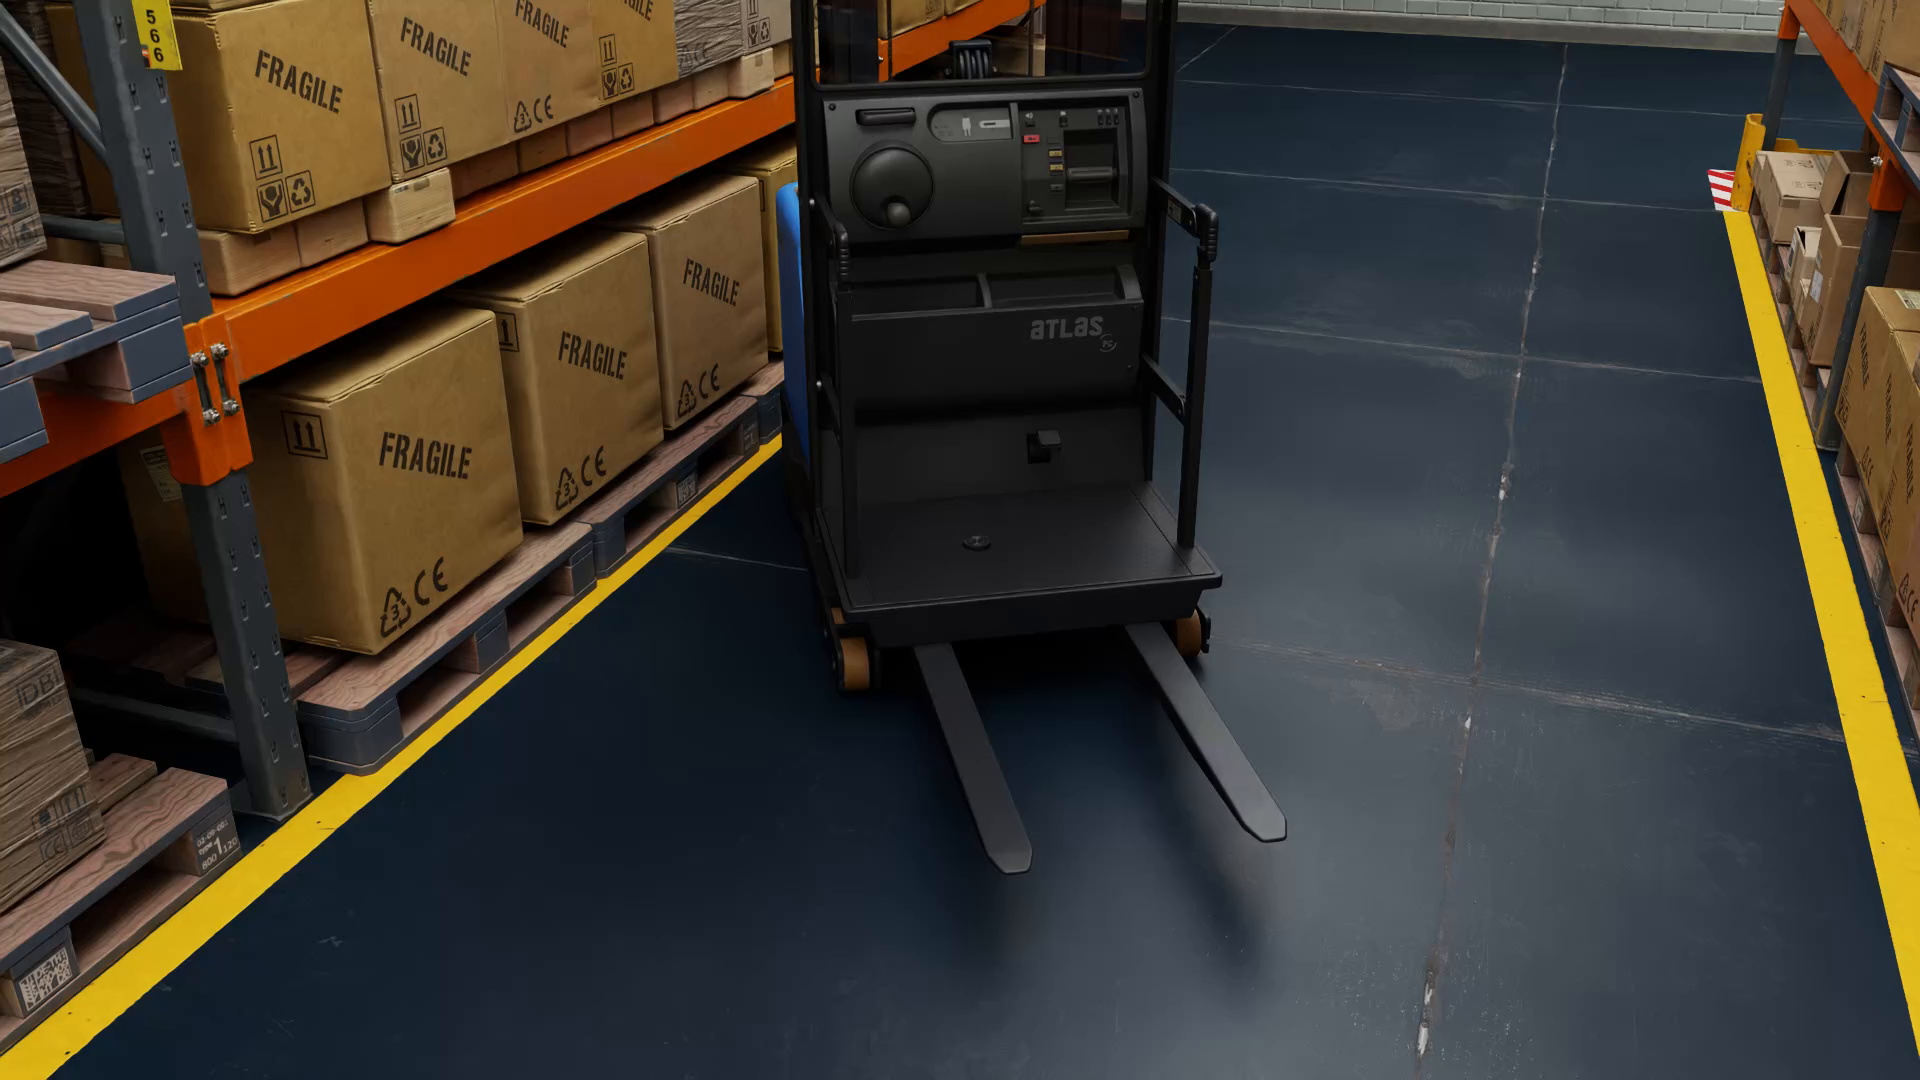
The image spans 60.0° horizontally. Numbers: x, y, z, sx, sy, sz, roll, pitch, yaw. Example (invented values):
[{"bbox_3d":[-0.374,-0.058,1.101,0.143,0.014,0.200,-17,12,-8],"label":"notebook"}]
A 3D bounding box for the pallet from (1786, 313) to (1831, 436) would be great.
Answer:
[{"bbox_3d":[4.051,-0.674,6.900,1.003,0.211,1.213,9,27,17],"label":"pallet"}]

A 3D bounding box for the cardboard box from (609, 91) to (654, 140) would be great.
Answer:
[{"bbox_3d":[-1.260,-1.457,5.582,0.380,0.149,0.250,10,27,19],"label":"cardboard box"}]

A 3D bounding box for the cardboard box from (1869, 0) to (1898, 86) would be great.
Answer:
[{"bbox_3d":[3.746,-1.935,6.189,0.500,0.500,0.500,9,27,18],"label":"cardboard box"}]

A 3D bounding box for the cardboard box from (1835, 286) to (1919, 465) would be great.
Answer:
[{"bbox_3d":[3.431,-0.557,5.821,0.500,0.500,0.500,8,27,15],"label":"cardboard box"}]

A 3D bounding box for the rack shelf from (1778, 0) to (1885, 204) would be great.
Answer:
[{"bbox_3d":[4.487,-2.145,7.564,1.077,0.370,4.000,9,27,17],"label":"rack shelf"}]

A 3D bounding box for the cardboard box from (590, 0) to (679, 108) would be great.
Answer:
[{"bbox_3d":[-1.264,-1.703,5.347,0.500,0.500,0.500,10,27,19],"label":"cardboard box"}]

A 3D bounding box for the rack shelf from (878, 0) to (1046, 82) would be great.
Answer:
[{"bbox_3d":[-0.185,-2.862,9.045,1.077,0.370,4.000,9,27,17],"label":"rack shelf"}]

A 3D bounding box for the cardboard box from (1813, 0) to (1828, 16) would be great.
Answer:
[{"bbox_3d":[4.420,-2.773,7.921,0.500,0.500,0.500,9,27,17],"label":"cardboard box"}]

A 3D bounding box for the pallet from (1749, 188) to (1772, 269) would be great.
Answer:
[{"bbox_3d":[4.863,-1.677,8.971,1.003,0.211,1.213,9,27,17],"label":"pallet"}]

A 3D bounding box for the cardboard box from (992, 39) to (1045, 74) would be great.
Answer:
[{"bbox_3d":[0.386,-2.877,9.893,0.380,0.149,0.250,9,27,19],"label":"cardboard box"}]

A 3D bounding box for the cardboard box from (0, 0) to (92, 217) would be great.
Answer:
[{"bbox_3d":[-2.274,-1.140,4.184,0.500,0.500,0.500,9,27,18],"label":"cardboard box"}]

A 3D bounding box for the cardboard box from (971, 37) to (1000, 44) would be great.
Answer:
[{"bbox_3d":[0.027,-2.934,10.009,0.380,0.149,0.250,9,27,18],"label":"cardboard box"}]

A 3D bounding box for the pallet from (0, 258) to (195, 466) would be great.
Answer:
[{"bbox_3d":[-2.319,-0.326,3.201,1.213,0.211,1.003,9,27,17],"label":"pallet"}]

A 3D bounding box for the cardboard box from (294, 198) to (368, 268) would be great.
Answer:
[{"bbox_3d":[-1.762,-0.820,4.267,0.380,0.149,0.250,9,27,18],"label":"cardboard box"}]

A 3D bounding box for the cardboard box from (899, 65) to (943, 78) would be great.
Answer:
[{"bbox_3d":[-0.311,-2.517,9.148,0.380,0.149,0.250,8,27,17],"label":"cardboard box"}]

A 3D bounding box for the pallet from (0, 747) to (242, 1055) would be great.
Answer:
[{"bbox_3d":[-2.444,0.856,3.740,1.003,0.211,1.213,9,27,17],"label":"pallet"}]

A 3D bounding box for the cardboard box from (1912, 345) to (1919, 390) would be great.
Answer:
[{"bbox_3d":[3.098,-0.483,4.809,0.500,0.250,0.500,9,27,18],"label":"cardboard box"}]

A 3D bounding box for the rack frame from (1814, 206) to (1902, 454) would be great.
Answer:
[{"bbox_3d":[3.822,-1.647,5.710,1.000,3.000,0.127,9,27,17],"label":"rack frame"}]

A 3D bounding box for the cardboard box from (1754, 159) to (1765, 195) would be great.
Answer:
[{"bbox_3d":[4.606,-1.989,9.162,0.380,0.166,0.250,9,27,17],"label":"cardboard box"}]

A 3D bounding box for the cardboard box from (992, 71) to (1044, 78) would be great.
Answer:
[{"bbox_3d":[0.175,-2.564,9.990,0.700,0.500,0.500,9,27,17],"label":"cardboard box"}]

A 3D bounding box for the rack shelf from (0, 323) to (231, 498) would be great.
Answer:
[{"bbox_3d":[-2.848,0.425,2.255,1.077,0.370,4.000,9,27,17],"label":"rack shelf"}]

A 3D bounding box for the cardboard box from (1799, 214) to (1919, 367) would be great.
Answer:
[{"bbox_3d":[3.744,-0.995,6.727,0.500,0.500,0.500,9,27,17],"label":"cardboard box"}]

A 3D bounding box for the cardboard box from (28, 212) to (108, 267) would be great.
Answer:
[{"bbox_3d":[-2.315,-0.787,4.199,0.380,0.149,0.250,9,27,18],"label":"cardboard box"}]

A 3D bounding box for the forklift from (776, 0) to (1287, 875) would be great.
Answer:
[{"bbox_3d":[0.125,-1.051,4.556,1.130,2.935,3.031,-5,26,-10],"label":"forklift"}]

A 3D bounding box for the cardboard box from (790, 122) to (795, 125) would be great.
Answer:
[{"bbox_3d":[-0.741,-1.982,8.043,0.380,0.149,0.250,9,27,17],"label":"cardboard box"}]

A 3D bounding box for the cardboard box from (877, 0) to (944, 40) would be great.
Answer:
[{"bbox_3d":[-0.655,-2.720,7.581,0.980,0.700,0.700,9,27,18],"label":"cardboard box"}]

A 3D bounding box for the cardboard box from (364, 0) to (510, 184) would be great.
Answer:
[{"bbox_3d":[-1.596,-1.284,4.482,0.500,0.500,0.500,10,27,19],"label":"cardboard box"}]

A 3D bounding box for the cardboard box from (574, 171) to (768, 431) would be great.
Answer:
[{"bbox_3d":[-1.238,-0.934,6.222,0.750,0.750,0.750,10,27,19],"label":"cardboard box"}]

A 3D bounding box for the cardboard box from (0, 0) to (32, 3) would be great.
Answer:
[{"bbox_3d":[-2.276,-1.470,4.004,0.500,0.250,0.500,10,27,19],"label":"cardboard box"}]

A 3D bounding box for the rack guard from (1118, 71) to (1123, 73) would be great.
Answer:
[{"bbox_3d":[0.488,-2.893,11.151,1.175,0.500,0.348,9,27,17],"label":"rack guard"}]

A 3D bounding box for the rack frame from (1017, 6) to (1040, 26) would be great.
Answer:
[{"bbox_3d":[0.480,-4.008,10.586,1.000,3.000,0.127,9,27,17],"label":"rack frame"}]

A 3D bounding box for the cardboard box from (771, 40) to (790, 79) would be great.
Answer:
[{"bbox_3d":[-0.887,-1.873,6.442,0.380,0.149,0.250,10,27,19],"label":"cardboard box"}]

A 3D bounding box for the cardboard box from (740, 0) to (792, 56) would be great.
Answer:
[{"bbox_3d":[-0.927,-2.115,6.196,0.500,0.500,0.500,9,27,18],"label":"cardboard box"}]

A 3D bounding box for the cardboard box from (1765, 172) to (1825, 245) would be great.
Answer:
[{"bbox_3d":[4.371,-1.658,8.383,0.500,0.250,0.500,9,27,17],"label":"cardboard box"}]

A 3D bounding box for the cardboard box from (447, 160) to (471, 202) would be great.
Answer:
[{"bbox_3d":[-1.626,-1.038,4.718,0.380,0.149,0.250,8,27,17],"label":"cardboard box"}]

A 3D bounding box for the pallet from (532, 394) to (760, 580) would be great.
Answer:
[{"bbox_3d":[-1.441,-0.278,6.082,1.003,0.211,1.213,9,27,17],"label":"pallet"}]

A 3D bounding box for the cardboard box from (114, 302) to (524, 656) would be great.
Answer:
[{"bbox_3d":[-1.814,-0.225,4.757,0.750,0.750,0.750,8,27,17],"label":"cardboard box"}]

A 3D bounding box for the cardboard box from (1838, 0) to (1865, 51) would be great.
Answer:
[{"bbox_3d":[4.085,-2.358,7.064,0.500,0.500,0.500,9,27,19],"label":"cardboard box"}]

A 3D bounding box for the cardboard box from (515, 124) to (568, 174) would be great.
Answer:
[{"bbox_3d":[-1.452,-1.251,5.156,0.380,0.149,0.250,9,27,18],"label":"cardboard box"}]

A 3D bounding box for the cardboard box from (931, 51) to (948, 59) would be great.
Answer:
[{"bbox_3d":[-0.141,-2.726,9.581,0.380,0.149,0.250,9,27,18],"label":"cardboard box"}]

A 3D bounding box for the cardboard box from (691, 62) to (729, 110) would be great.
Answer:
[{"bbox_3d":[-1.063,-1.665,6.012,0.380,0.149,0.250,9,27,17],"label":"cardboard box"}]

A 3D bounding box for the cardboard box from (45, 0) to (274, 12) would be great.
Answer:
[{"bbox_3d":[-1.778,-1.407,3.874,0.500,0.250,0.500,9,27,19],"label":"cardboard box"}]

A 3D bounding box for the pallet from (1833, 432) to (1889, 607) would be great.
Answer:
[{"bbox_3d":[3.587,-0.052,5.616,1.003,0.211,1.213,9,27,17],"label":"pallet"}]

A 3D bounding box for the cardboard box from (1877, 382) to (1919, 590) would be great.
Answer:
[{"bbox_3d":[3.090,-0.132,4.943,0.500,0.500,0.500,9,27,18],"label":"cardboard box"}]

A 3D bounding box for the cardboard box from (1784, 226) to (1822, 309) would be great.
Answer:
[{"bbox_3d":[3.993,-1.219,7.405,0.500,0.311,0.500,9,27,17],"label":"cardboard box"}]
